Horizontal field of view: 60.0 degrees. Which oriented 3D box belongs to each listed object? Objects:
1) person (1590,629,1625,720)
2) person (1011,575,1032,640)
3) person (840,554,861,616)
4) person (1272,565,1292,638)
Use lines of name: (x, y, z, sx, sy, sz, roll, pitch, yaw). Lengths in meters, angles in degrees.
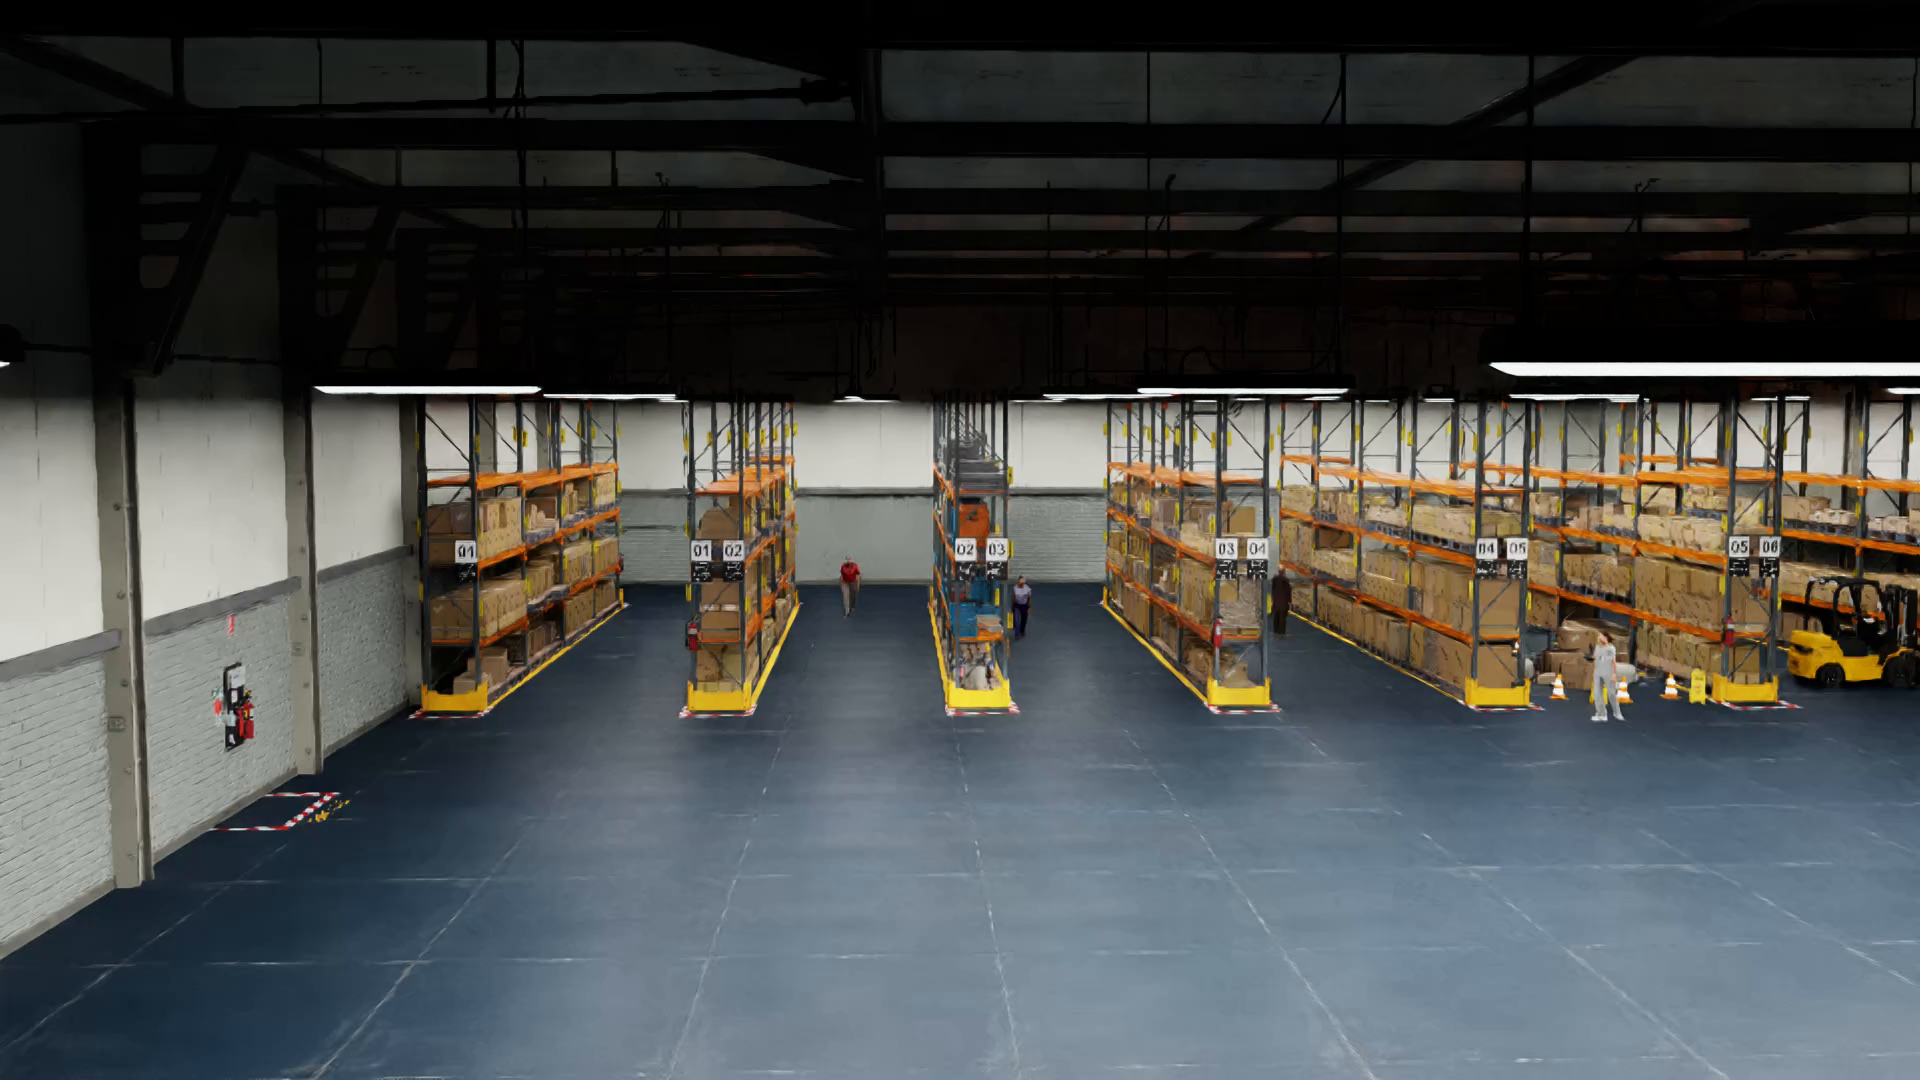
person: (11.757, 2.441, 30.173, 0.543, 1.664, 0.567, -3, 5, -30)
person: (1.504, 1.628, 40.467, 0.478, 1.567, 1.093, 0, 5, -5)
person: (-2.967, 1.214, 45.020, 0.556, 1.669, 1.040, 0, 5, -3)
person: (7.915, 1.491, 40.753, 0.520, 1.790, 0.656, -3, 5, -32)
